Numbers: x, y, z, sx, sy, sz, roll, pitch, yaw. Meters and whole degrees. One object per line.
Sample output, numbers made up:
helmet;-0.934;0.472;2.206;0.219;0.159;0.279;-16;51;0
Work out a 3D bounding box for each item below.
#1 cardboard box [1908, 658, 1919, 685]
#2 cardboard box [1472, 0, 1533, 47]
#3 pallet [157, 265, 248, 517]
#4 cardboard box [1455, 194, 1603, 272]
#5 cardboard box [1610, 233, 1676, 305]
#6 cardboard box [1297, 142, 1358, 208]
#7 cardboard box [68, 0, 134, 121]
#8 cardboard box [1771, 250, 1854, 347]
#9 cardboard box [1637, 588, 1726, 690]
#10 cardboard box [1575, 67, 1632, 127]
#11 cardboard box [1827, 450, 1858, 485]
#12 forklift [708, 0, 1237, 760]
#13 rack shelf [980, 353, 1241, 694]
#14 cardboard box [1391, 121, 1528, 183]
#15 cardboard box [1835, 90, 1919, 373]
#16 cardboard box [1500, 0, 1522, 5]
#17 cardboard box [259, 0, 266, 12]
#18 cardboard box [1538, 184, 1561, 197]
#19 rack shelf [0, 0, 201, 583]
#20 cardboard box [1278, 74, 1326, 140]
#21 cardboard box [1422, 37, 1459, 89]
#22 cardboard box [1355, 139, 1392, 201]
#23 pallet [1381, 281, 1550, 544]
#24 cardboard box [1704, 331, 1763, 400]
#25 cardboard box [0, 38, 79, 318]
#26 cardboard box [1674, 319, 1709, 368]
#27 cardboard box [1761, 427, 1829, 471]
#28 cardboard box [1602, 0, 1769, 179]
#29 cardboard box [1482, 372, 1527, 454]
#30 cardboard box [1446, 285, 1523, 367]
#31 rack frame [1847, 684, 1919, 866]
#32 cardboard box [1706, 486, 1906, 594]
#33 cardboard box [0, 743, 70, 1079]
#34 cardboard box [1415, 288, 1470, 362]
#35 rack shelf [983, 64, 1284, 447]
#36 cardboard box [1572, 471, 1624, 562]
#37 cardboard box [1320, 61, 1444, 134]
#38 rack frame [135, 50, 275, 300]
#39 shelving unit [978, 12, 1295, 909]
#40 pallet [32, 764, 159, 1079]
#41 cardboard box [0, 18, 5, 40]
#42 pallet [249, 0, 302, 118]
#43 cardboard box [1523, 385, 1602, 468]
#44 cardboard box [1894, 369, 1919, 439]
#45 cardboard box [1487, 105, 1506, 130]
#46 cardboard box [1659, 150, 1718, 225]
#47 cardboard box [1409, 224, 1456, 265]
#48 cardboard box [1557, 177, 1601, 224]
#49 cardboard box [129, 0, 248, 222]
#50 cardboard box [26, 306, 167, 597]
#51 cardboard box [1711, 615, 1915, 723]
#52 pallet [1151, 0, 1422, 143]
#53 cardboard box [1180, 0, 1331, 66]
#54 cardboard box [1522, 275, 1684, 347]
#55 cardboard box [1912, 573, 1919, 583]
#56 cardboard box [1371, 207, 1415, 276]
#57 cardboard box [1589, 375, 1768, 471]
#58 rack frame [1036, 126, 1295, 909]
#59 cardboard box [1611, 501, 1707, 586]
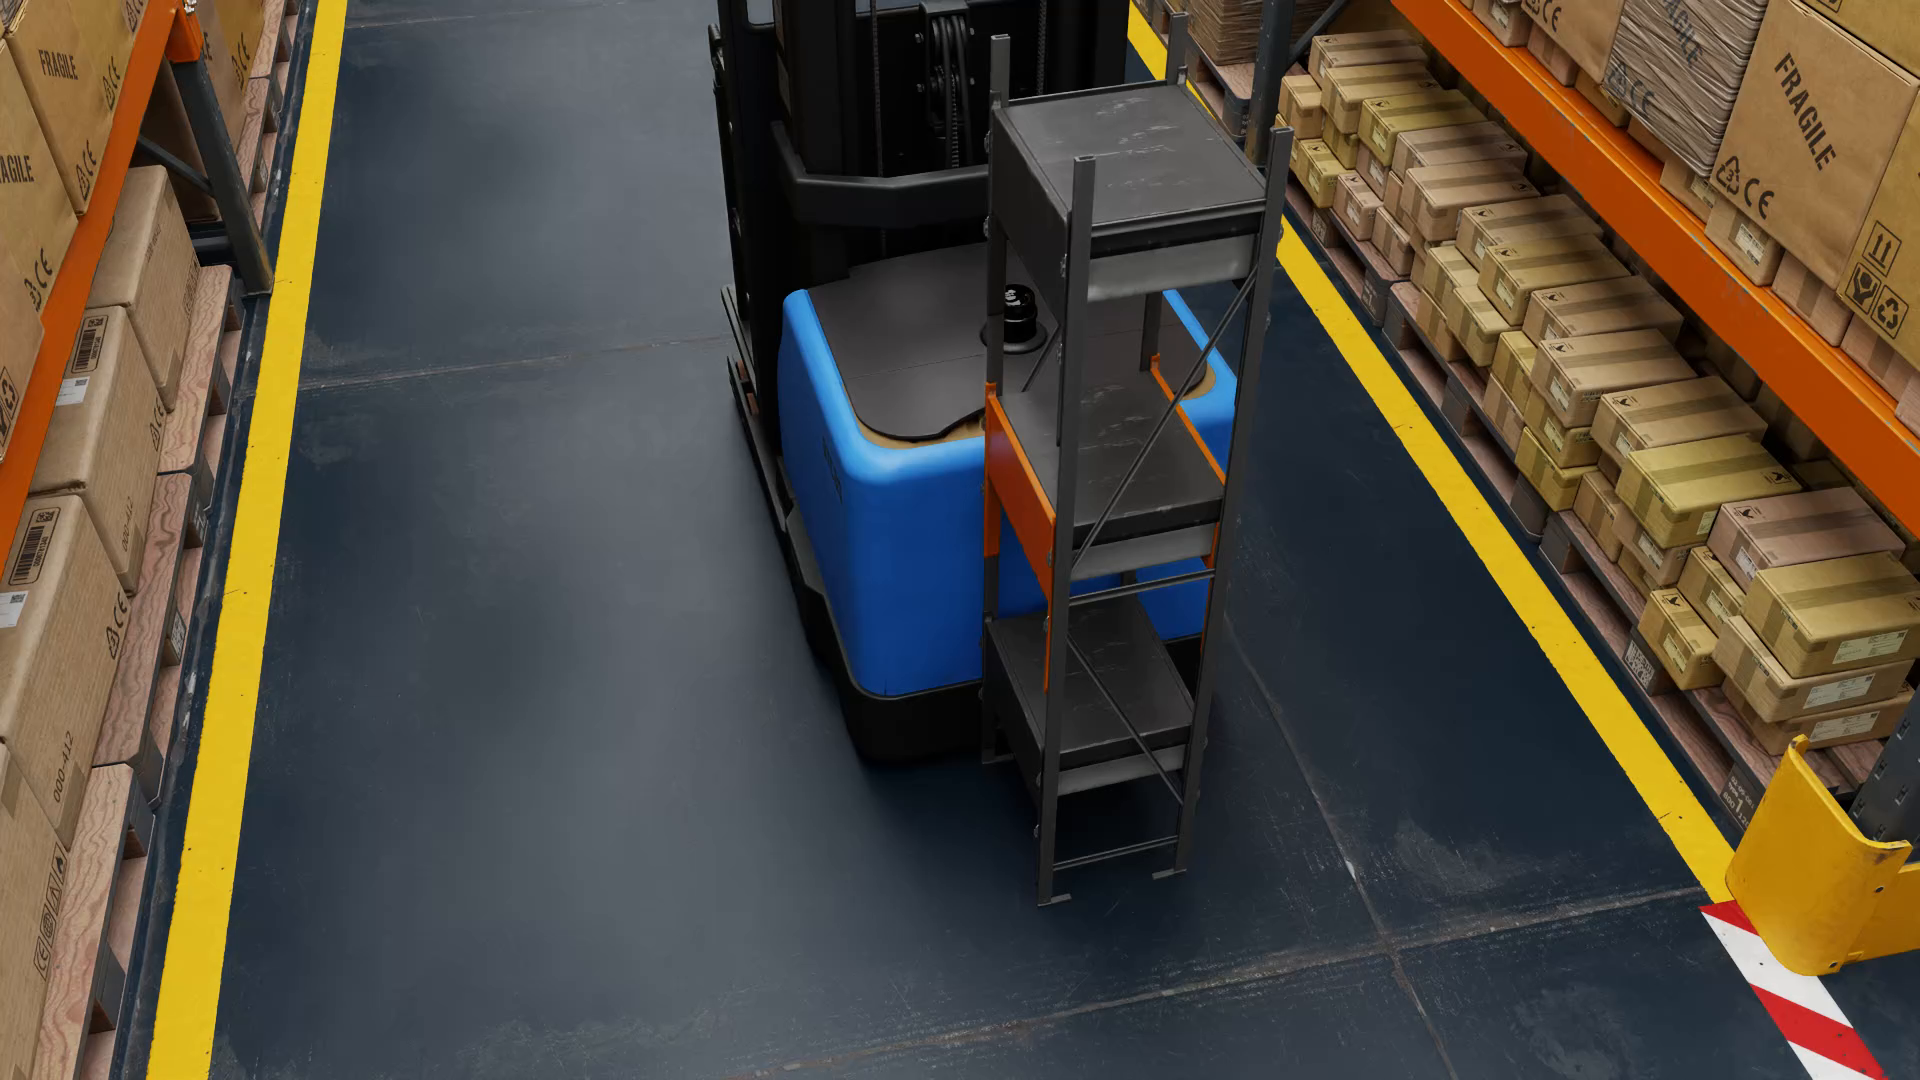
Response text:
cardboard box;2.771;0.328;4.452;0.380;0.149;0.250;-8;42;-8
cardboard box;1.782;-1.617;5.002;0.380;0.149;0.250;-7;42;-7
pallet;-3.015;-0.467;5.617;1.003;0.211;1.213;-8;42;-9
cardboard box;1.878;-0.998;5.498;0.380;0.149;0.250;-10;43;-11
cardboard box;2.339;-0.897;5.384;0.380;0.149;0.250;-8;42;-9
cardboard box;1.531;-1.425;6.427;0.380;0.149;0.250;-7;42;-8
cardboard box;-2.637;-1.454;4.554;0.500;0.500;0.500;-9;42;-10
cardboard box;2.140;-0.600;3.855;0.380;0.149;0.250;-9;42;-10
cardboard box;2.100;0.250;4.540;0.380;0.149;0.250;-7;42;-8
cardboard box;1.960;-1.290;4.633;0.380;0.149;0.250;-8;42;-9
cardboard box;2.684;-0.241;4.644;0.380;0.149;0.250;-8;42;-9
forklift;-0.170;-1.494;4.725;1.130;2.935;3.031;-11;43;-12
rack shelf;0.320;-0.041;3.735;0.431;0.518;0.480;-11;43;-12
cardboard box;1.763;-1.339;5.882;0.380;0.149;0.250;-9;42;-10
cardboard box;2.224;-0.599;3.366;0.500;0.500;0.500;-8;42;-8
cardboard box;1.757;-1.929;4.864;0.500;0.500;0.500;-9;42;-10
cardboard box;-3.710;-2.931;7.576;0.875;0.875;0.875;-8;42;-9
cardboard box;2.265;-1.148;5.891;0.380;0.149;0.250;-7;42;-8
rack shelf;-2.671;-0.448;4.037;1.077;0.370;4.000;-8;42;-9
cardboard box;1.474;-1.710;6.524;0.380;0.149;0.250;-7;42;-7
cardboard box;2.039;-1.909;6.524;0.380;0.149;0.250;-7;42;-8
cardboard box;1.704;-1.406;6.181;0.380;0.149;0.250;-9;42;-10
pallet;2.155;-0.523;5.680;1.003;0.211;1.213;-8;42;-9
cardboard box;2.499;-0.571;5.016;0.380;0.149;0.250;-7;42;-8
cardboard box;-2.416;-0.789;3.804;0.500;0.500;0.500;-7;42;-8
cardboard box;2.368;-0.616;5.291;0.380;0.149;0.250;-6;42;-7
cardboard box;2.617;-0.288;4.922;0.380;0.149;0.250;-7;42;-8
cardboard box;1.999;-1.261;4.111;0.500;0.500;0.500;-8;42;-9
cardboard box;1.906;-0.428;5.304;0.380;0.149;0.250;-8;42;-8
cardboard box;1.817;-0.713;5.401;0.380;0.149;0.250;-8;42;-9
rack frame;2.572;-0.196;3.211;1.000;3.000;0.127;-8;42;-9
cardboard box;2.212;0.013;4.359;0.380;0.149;0.250;-8;42;-8
cardboard box;-2.480;0.967;3.515;0.875;0.438;0.875;-10;43;-11
cardboard box;1.793;-0.762;5.680;0.380;0.149;0.250;-9;42;-10
rack shelf;0.320;-0.564;3.270;0.431;0.518;0.480;-11;43;-12
cardboard box;2.061;-0.092;4.925;0.380;0.149;0.250;-8;42;-9
cardboard box;1.582;-1.662;6.246;0.380;0.149;0.250;-6;42;-7
rack frame;-3.103;-2.014;5.259;1.000;3.000;0.127;-8;42;-9
shelving unit;0.320;-0.051;3.726;0.431;2.100;0.503;-11;43;-12
pallet;-2.489;1.115;3.835;1.003;0.211;1.213;-8;42;-9
cardboard box;-2.411;-1.174;3.484;0.500;0.500;0.500;-8;42;-9
pallet;-3.610;-2.253;7.629;1.003;0.211;1.213;-8;42;-9
cardboard box;1.941;-0.369;5.014;0.380;0.149;0.250;-8;42;-9
cardboard box;2.225;-0.273;3.487;0.380;0.149;0.250;-8;42;-9
cardboard box;2.194;-1.588;6.163;0.380;0.149;0.250;-9;42;-10
cardboard box;2.034;-0.937;4.235;0.380;0.149;0.250;-10;43;-11
cardboard box;1.796;-1.049;5.779;0.380;0.149;0.250;-7;42;-7
cardboard box;2.322;-1.247;5.778;0.380;0.149;0.250;-10;43;-11
cardboard box;-3.315;-1.767;6.265;0.875;0.875;0.875;-7;42;-8
cardboard box;-2.879;-0.210;4.841;0.875;0.438;0.875;-10;42;-11
cardboard box;2.179;0.301;4.259;0.380;0.149;0.250;-9;42;-10
pallet;1.539;-2.250;7.626;1.003;0.211;1.213;-8;42;-9
cardboard box;1.303;-2.454;7.322;0.500;0.500;0.500;-9;42;-10
cardboard box;1.977;-0.667;5.124;0.380;0.149;0.250;-10;43;-11
cardboard box;2.705;0.040;4.552;0.380;0.149;0.250;-9;42;-9
cardboard box;1.739;-1.114;6.076;0.380;0.149;0.250;-9;42;-10
cardboard box;2.038;-0.314;4.727;0.380;0.149;0.250;-10;43;-11
rack frame;0.387;0.105;3.550;0.400;2.100;0.015;-11;43;-12
cardboard box;2.065;-0.036;4.638;0.380;0.149;0.250;-10;43;-11
